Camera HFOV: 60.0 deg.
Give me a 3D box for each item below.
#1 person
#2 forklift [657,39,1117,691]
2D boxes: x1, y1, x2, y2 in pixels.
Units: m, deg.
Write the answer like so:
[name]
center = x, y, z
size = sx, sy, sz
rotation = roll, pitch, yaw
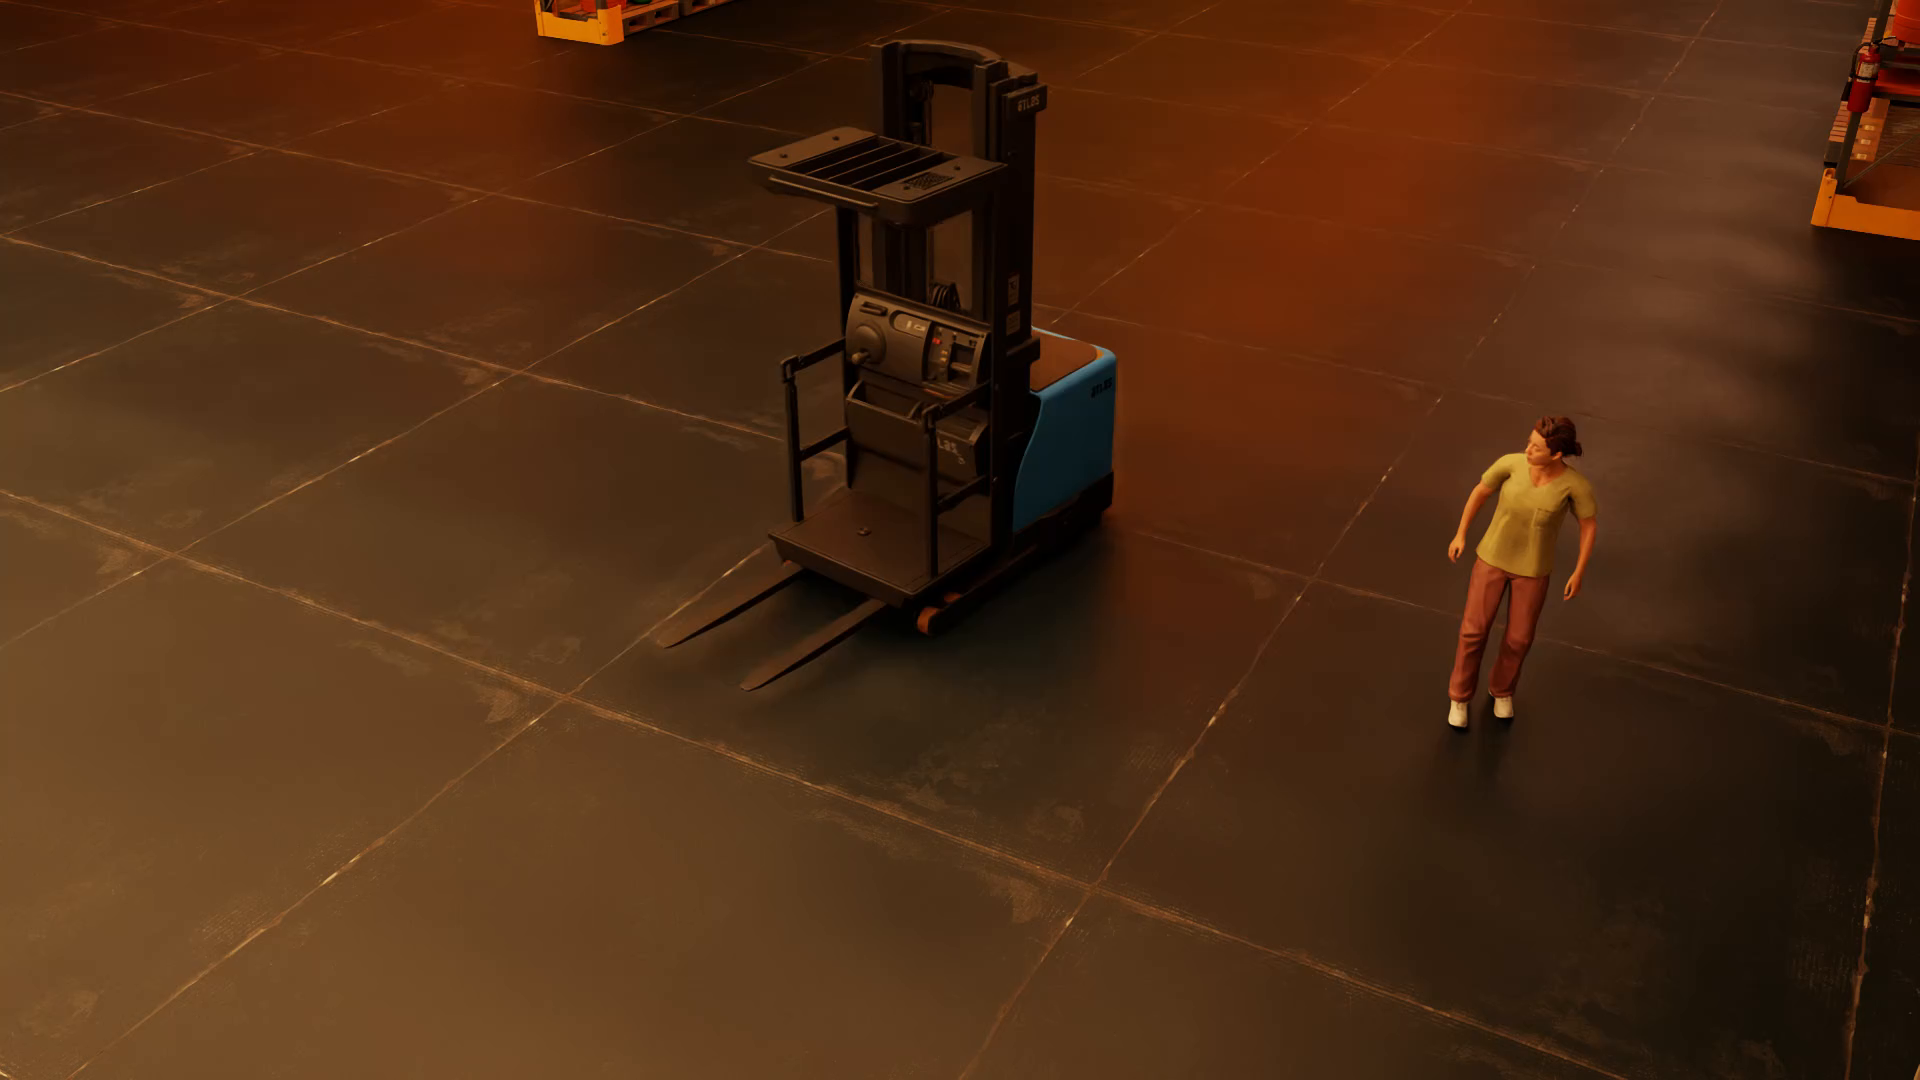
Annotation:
[person]
center = 2.694, 0.156, 8.072
size = 0.651, 1.661, 0.468
rotation = 12, 32, 19
[forklift]
center = -0.372, -1.023, 8.842
size = 1.130, 2.935, 3.031
rotation = 22, 36, 33
